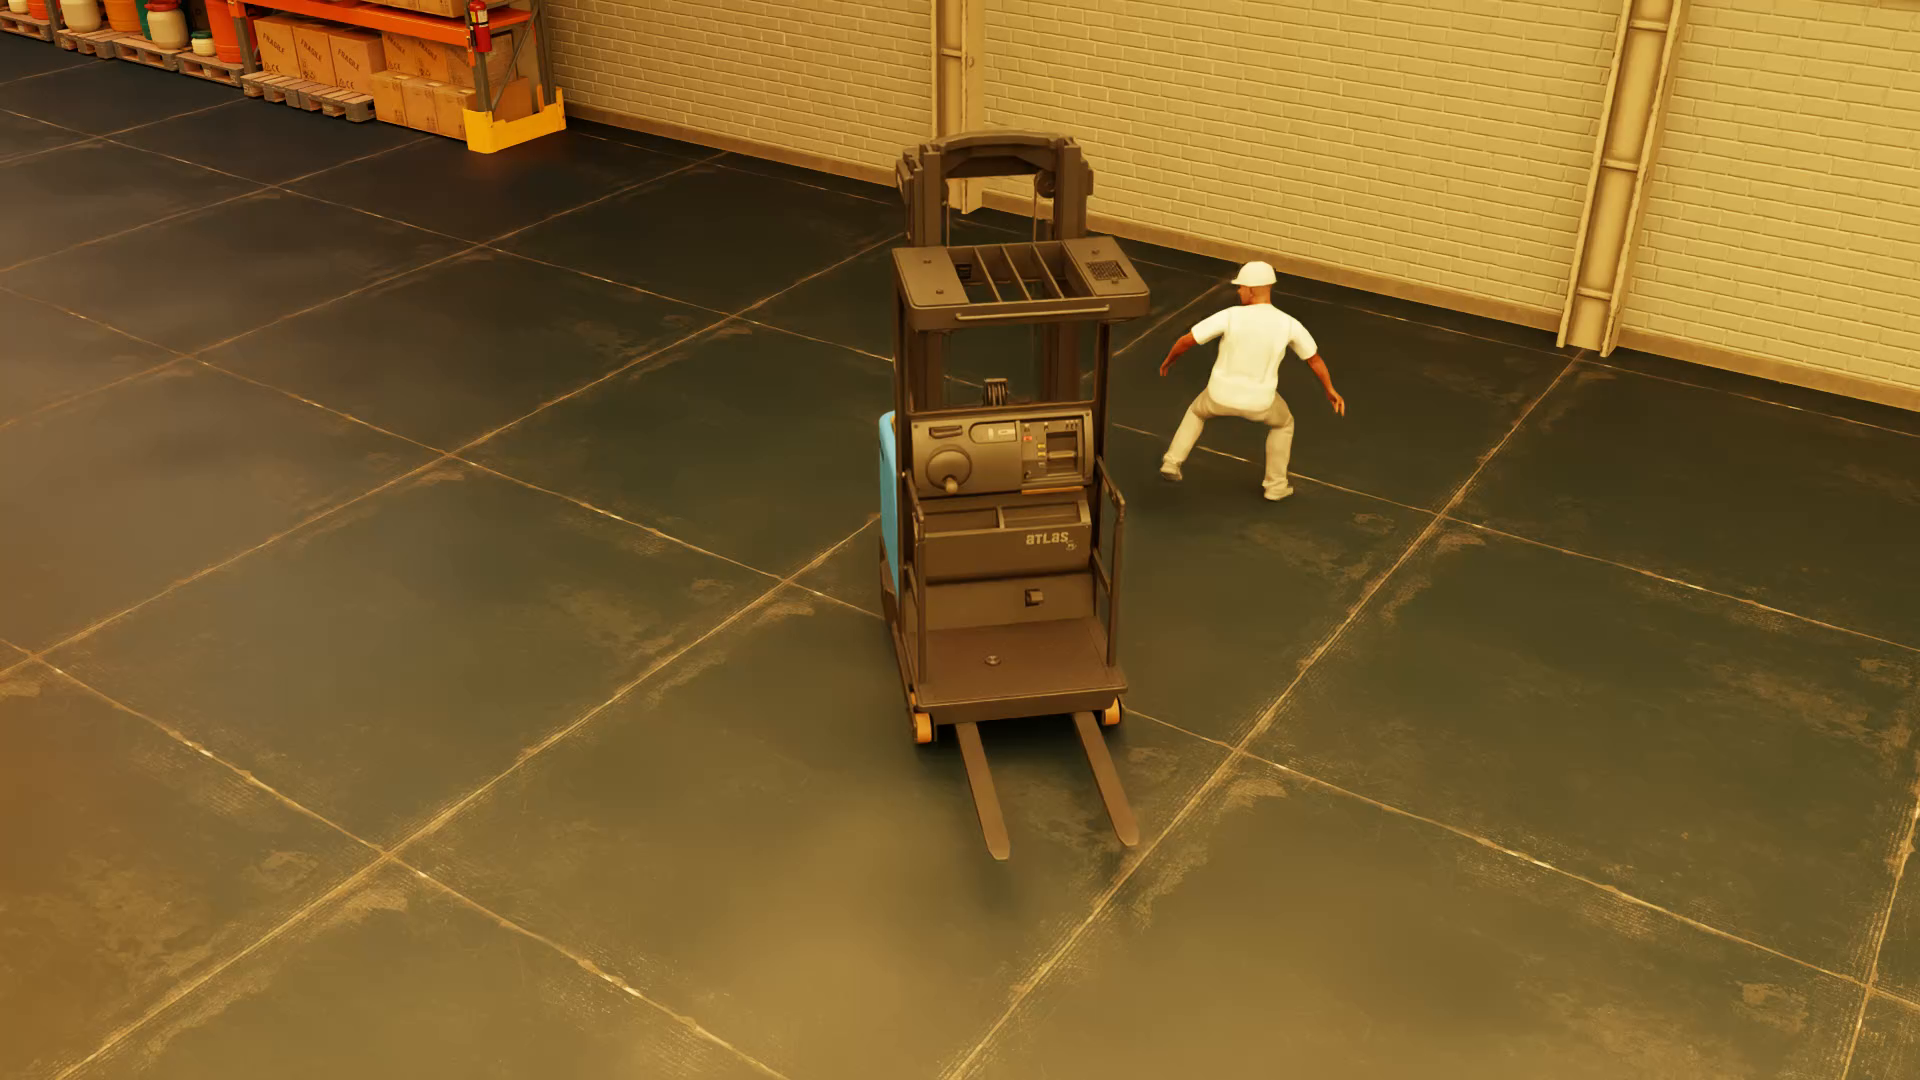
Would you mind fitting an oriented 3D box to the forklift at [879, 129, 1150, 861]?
[{"bbox_3d":[0.254,-0.399,8.268,1.130,2.935,3.031,-5,30,-8],"label":"forklift"}]

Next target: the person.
[{"bbox_3d":[1.865,-0.979,10.628,1.181,1.643,0.510,6,31,11],"label":"person"}]
